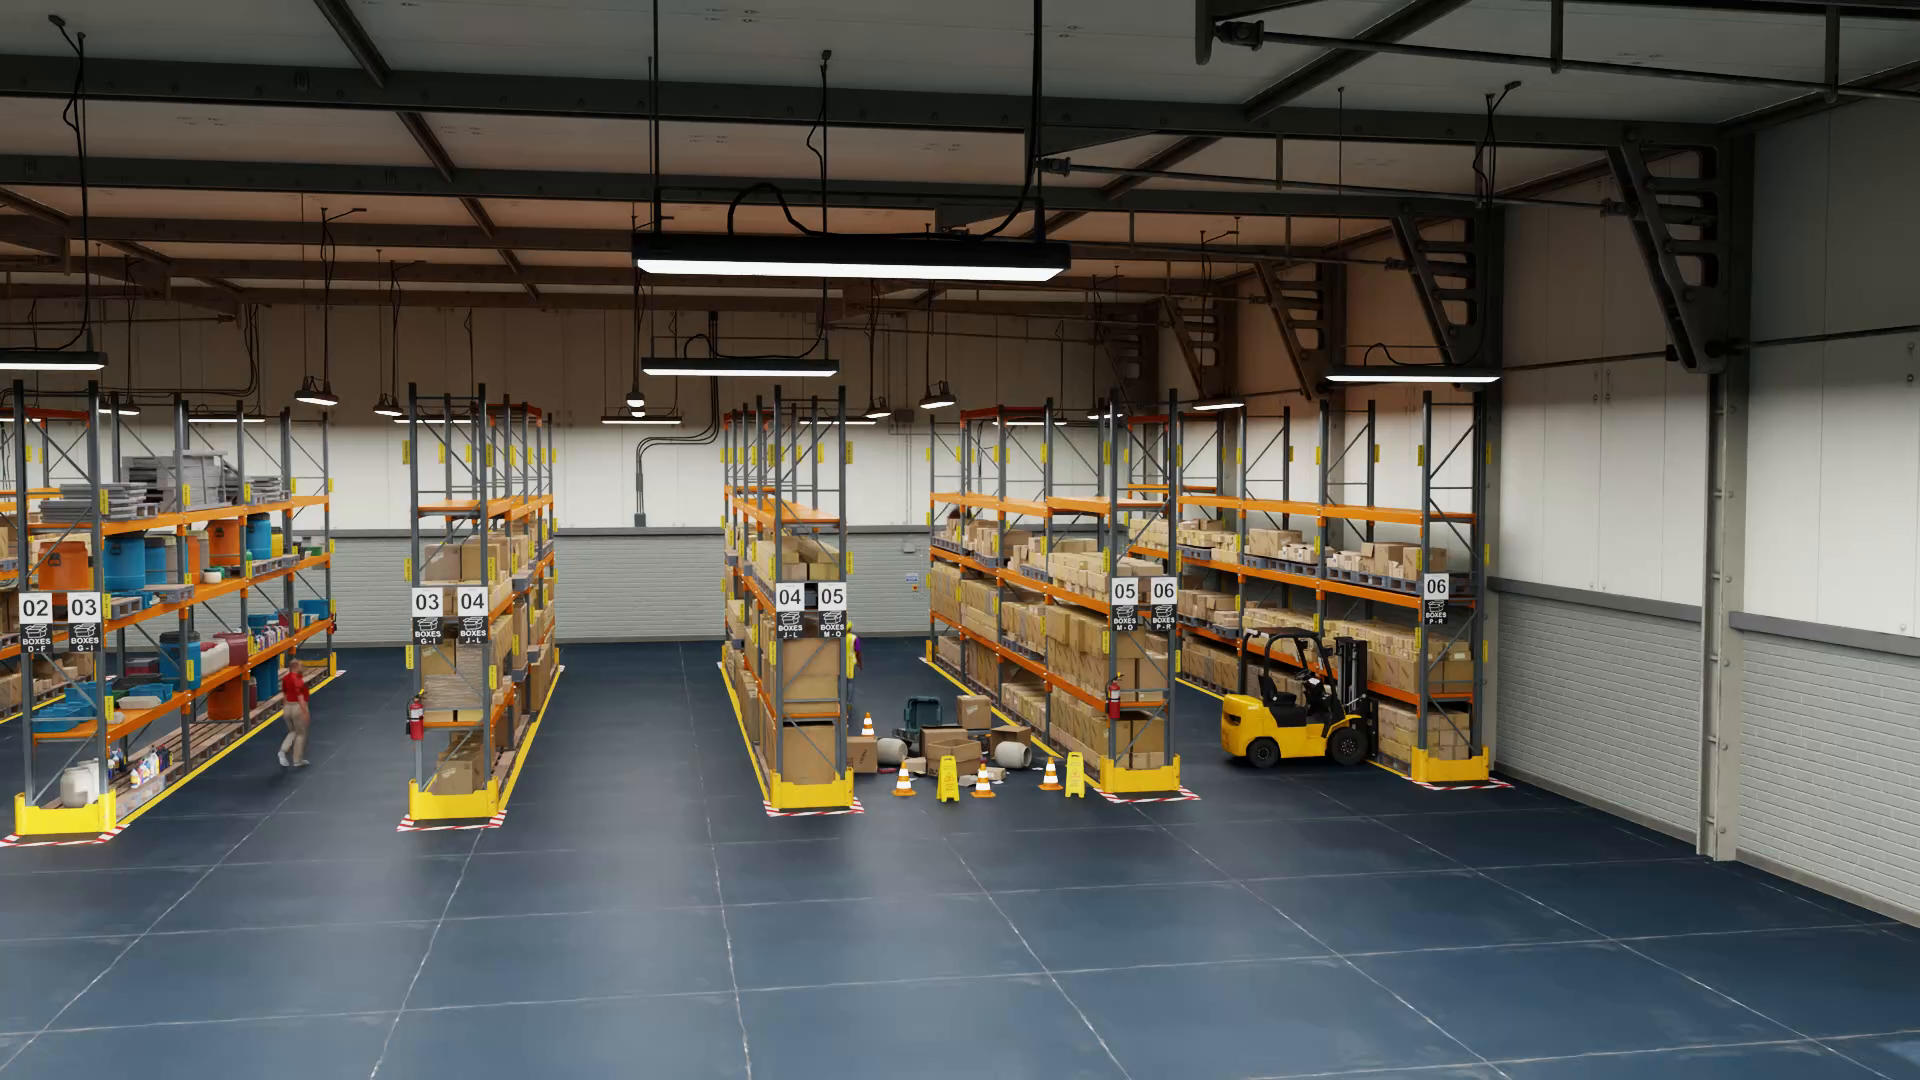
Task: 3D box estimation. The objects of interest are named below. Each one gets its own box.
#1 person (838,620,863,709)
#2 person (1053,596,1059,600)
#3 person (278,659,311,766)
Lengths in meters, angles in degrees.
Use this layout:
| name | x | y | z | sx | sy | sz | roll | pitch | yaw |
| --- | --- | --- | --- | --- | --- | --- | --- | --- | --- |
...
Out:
| name | x | y | z | sx | sy | sz | roll | pitch | yaw |
| --- | --- | --- | --- | --- | --- | --- | --- | --- | --- |
| person | -2.230 | 2.442 | 32.747 | 0.636 | 1.754 | 0.501 | 0 | 3 | -7 |
| person | 2.345 | 1.983 | 42.706 | 0.517 | 1.676 | 0.457 | -1 | 3 | -14 |
| person | -10.686 | 2.777 | 26.694 | 0.544 | 1.731 | 0.501 | 1 | 3 | 25 |
